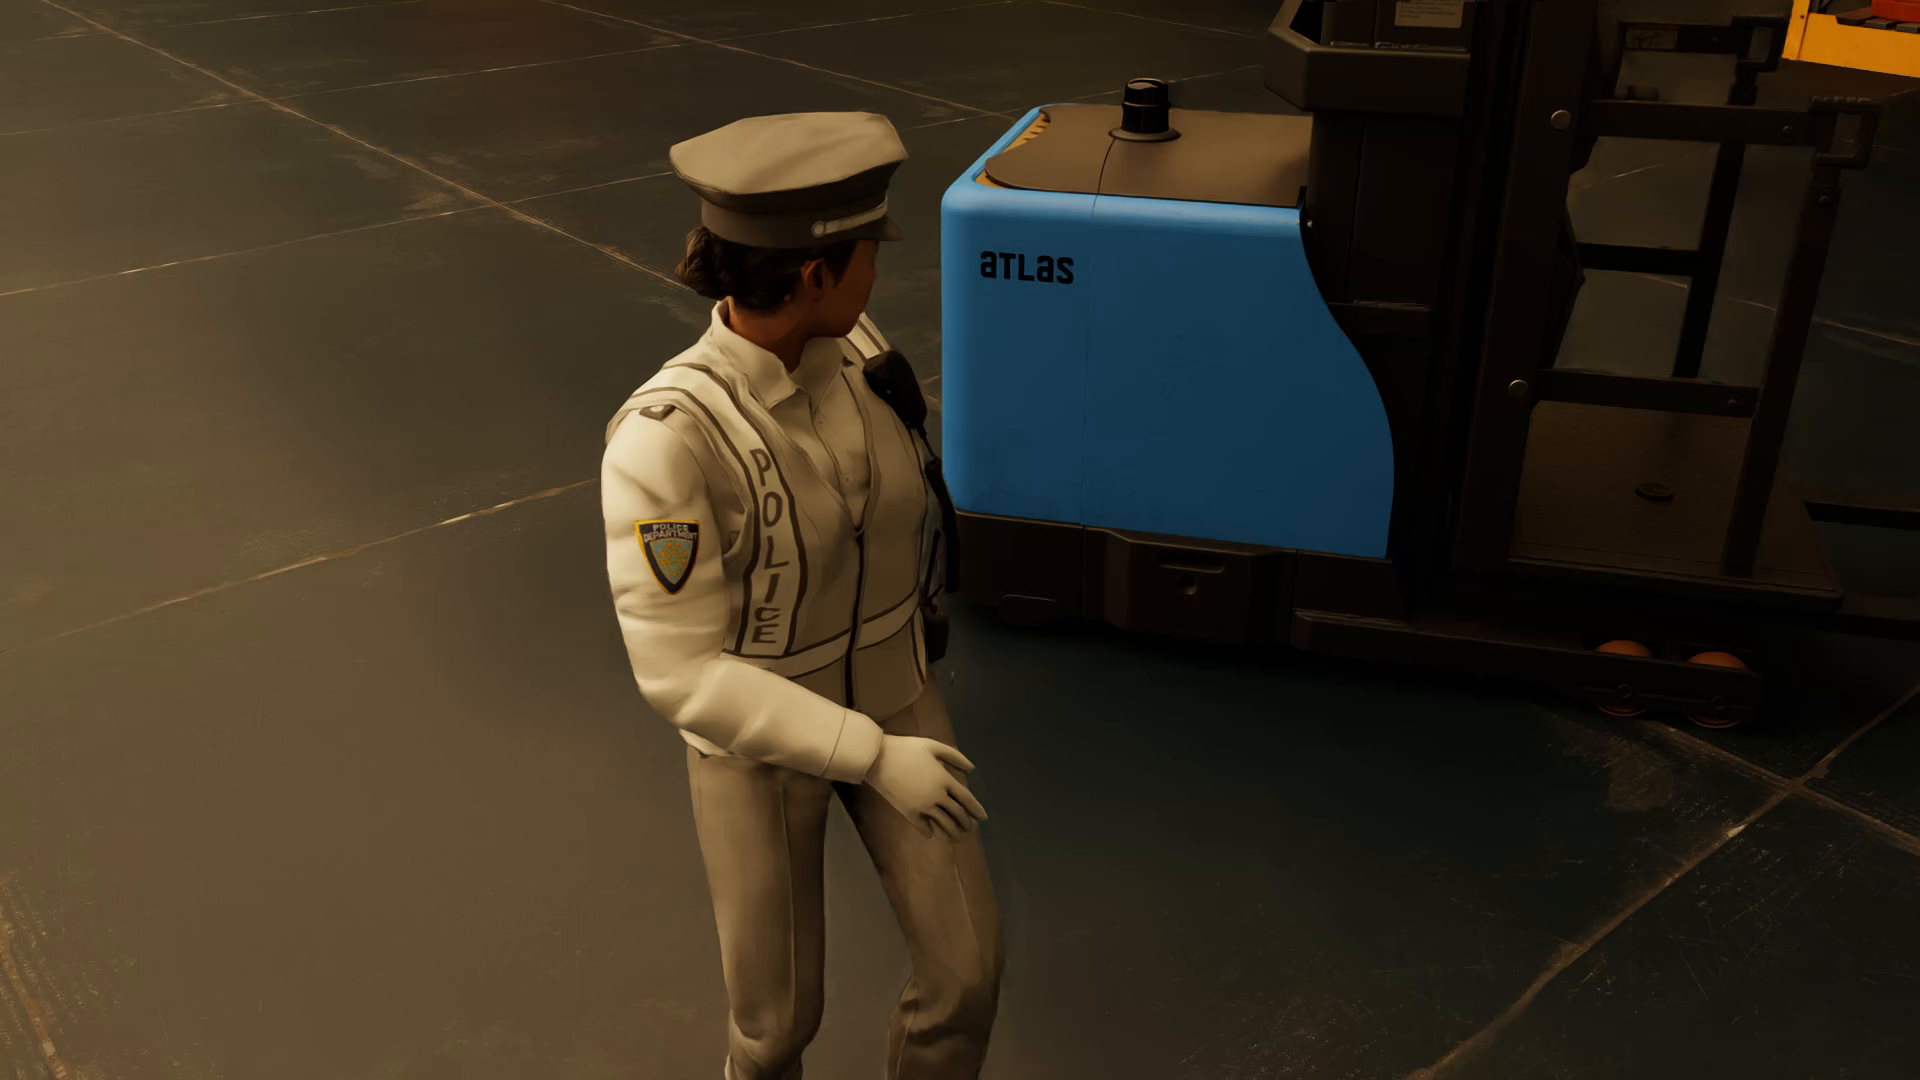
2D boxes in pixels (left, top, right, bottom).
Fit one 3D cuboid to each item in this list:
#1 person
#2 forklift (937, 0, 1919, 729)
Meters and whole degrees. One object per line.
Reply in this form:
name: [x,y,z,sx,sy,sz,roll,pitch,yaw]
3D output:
person: [-0.196,0.270,2.223,0.577,1.666,0.734,-16,30,-29]
forklift: [1.519,-1.159,3.540,3.031,2.935,1.130,7,27,13]
